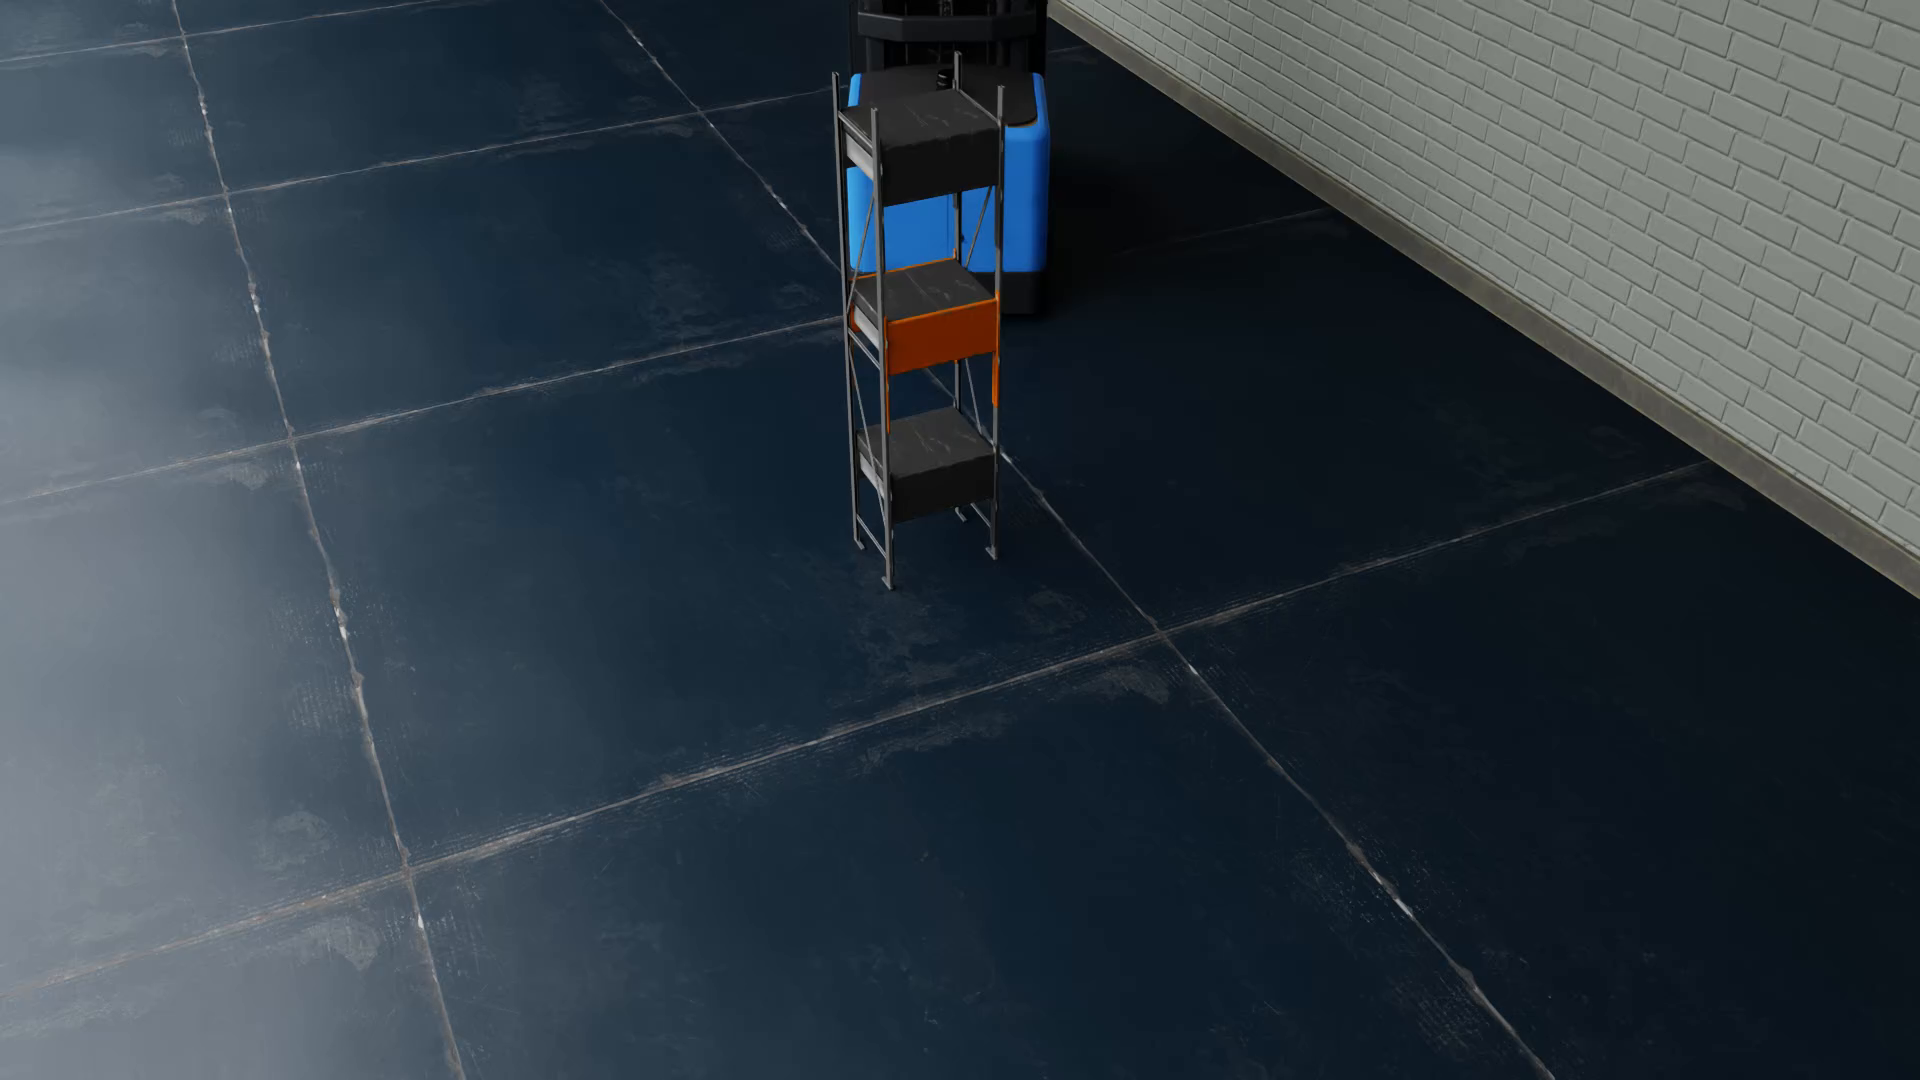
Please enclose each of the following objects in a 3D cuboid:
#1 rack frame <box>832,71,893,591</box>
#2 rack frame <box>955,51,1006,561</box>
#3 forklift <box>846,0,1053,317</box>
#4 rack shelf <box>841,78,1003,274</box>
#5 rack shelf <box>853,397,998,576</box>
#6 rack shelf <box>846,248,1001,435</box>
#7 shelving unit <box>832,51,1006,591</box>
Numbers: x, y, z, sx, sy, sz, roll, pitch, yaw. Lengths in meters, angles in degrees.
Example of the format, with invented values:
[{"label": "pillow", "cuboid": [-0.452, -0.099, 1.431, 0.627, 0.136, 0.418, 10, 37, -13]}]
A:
[{"label": "rack frame", "cuboid": [-0.371, -0.740, 6.485, 0.015, 2.100, 0.400, -16, 39, -20]}, {"label": "rack frame", "cuboid": [0.071, -0.863, 6.651, 0.015, 2.100, 0.400, -16, 39, -20]}, {"label": "forklift", "cuboid": [-0.073, -3.186, 9.085, 1.130, 2.935, 3.031, 0, 37, 0]}, {"label": "rack shelf", "cuboid": [-0.150, -1.353, 6.159, 0.480, 0.518, 0.431, -16, 39, -20]}, {"label": "rack shelf", "cuboid": [-0.150, -0.228, 6.993, 0.480, 0.518, 0.431, -16, 39, -20]}, {"label": "rack shelf", "cuboid": [-0.150, -0.791, 6.576, 0.480, 0.518, 0.431, -16, 39, -20]}, {"label": "shelving unit", "cuboid": [-0.150, -0.801, 6.568, 0.503, 2.100, 0.431, -16, 39, -20]}]
